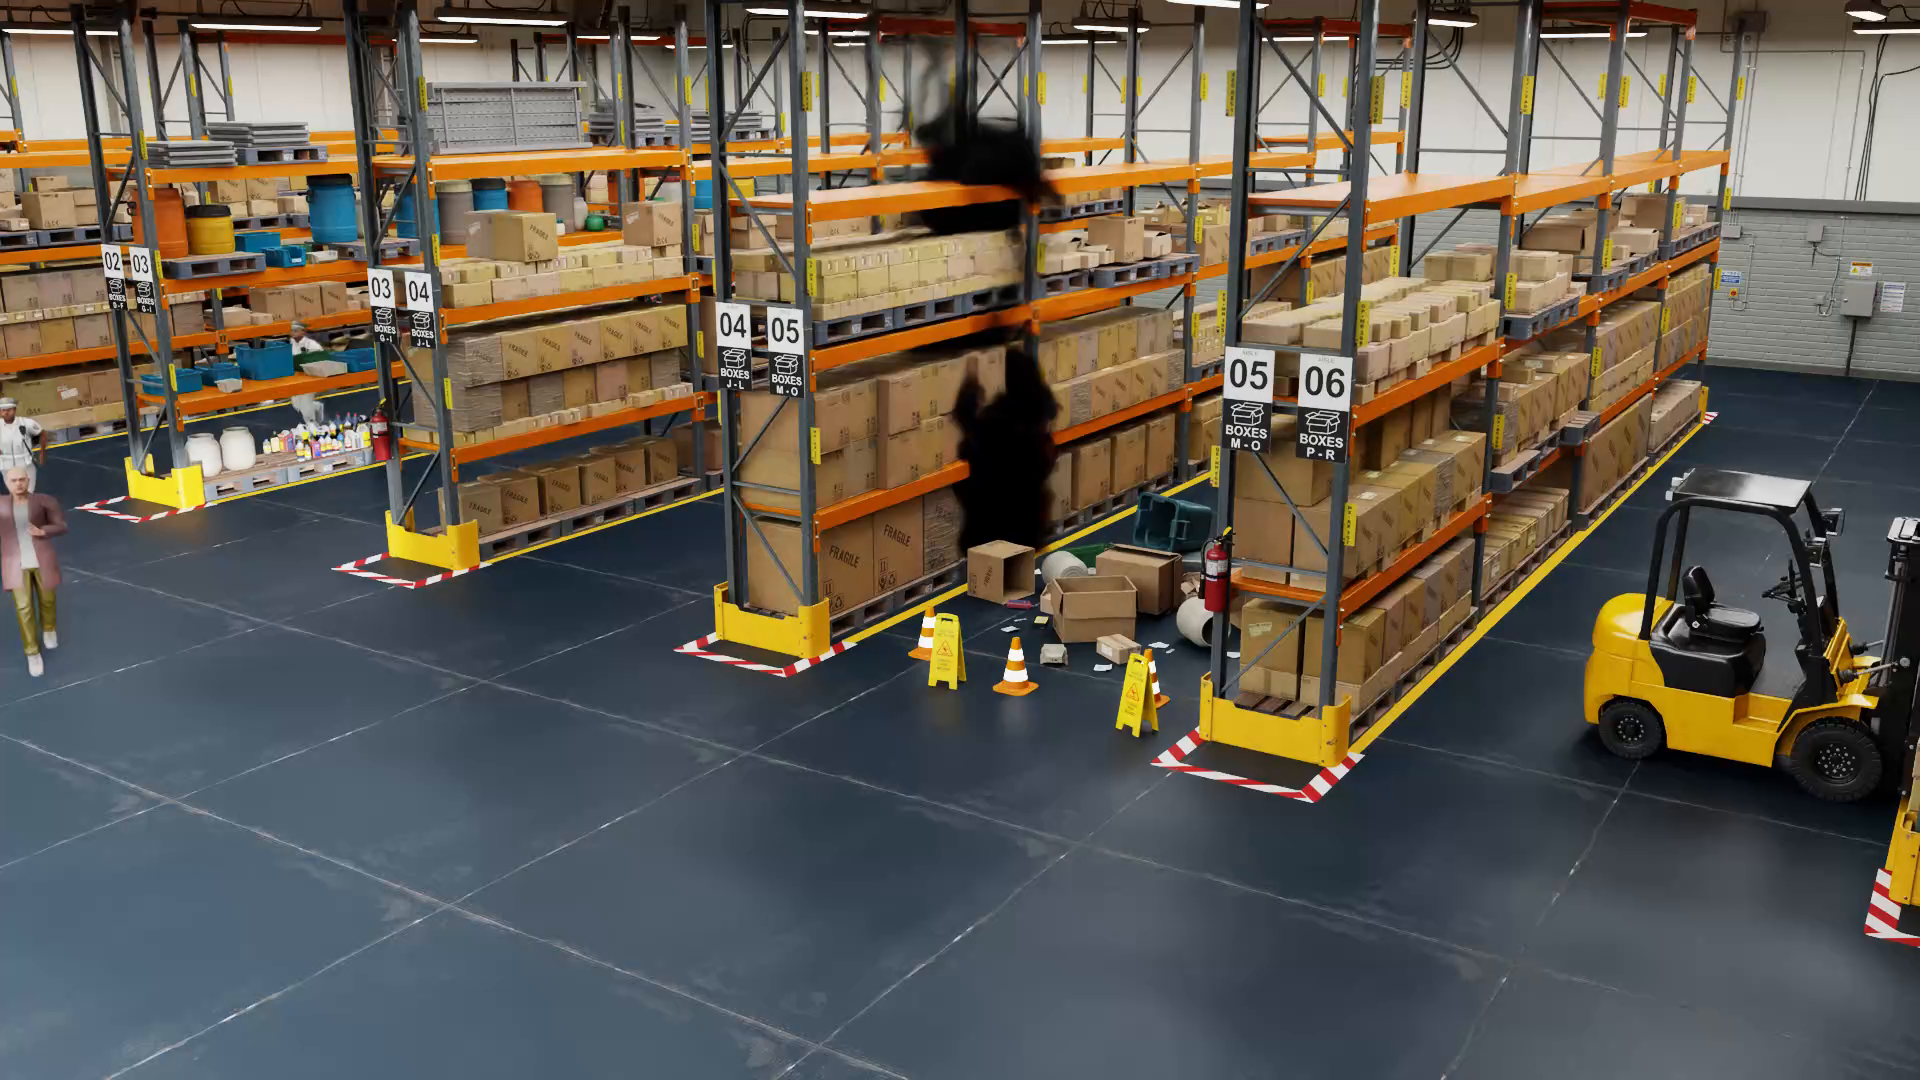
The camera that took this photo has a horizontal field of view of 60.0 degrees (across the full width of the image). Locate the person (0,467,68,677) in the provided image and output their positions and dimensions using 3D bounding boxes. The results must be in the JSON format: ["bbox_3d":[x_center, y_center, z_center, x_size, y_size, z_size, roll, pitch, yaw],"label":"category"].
[{"bbox_3d":[-8.394,0.226,15.012,0.687,1.807,0.991,-9,18,-30],"label":"person"}]

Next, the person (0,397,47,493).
[{"bbox_3d":[-10.783,-0.813,19.063,0.596,1.727,0.839,-5,16,-16],"label":"person"}]

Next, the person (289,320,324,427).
[{"bbox_3d":[-9.689,-2.432,24.766,0.650,1.733,0.652,6,17,21],"label":"person"}]
